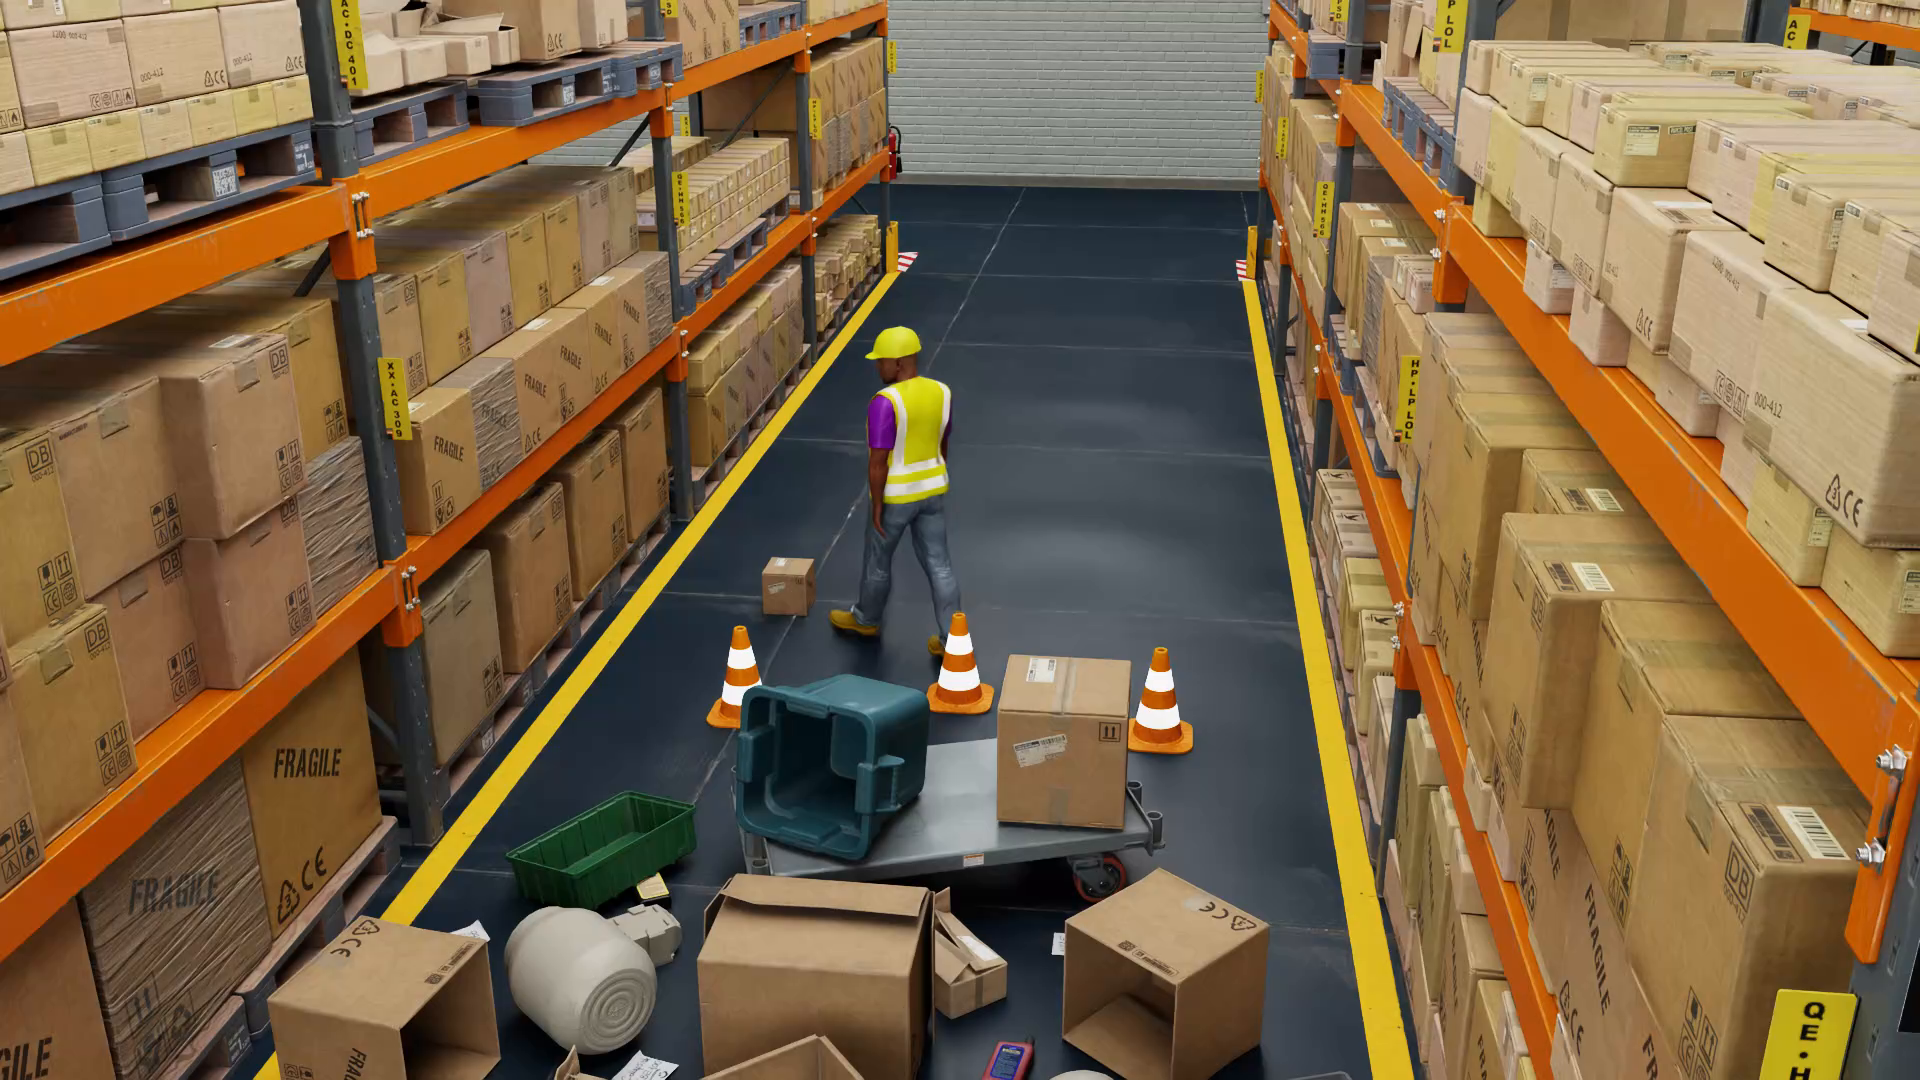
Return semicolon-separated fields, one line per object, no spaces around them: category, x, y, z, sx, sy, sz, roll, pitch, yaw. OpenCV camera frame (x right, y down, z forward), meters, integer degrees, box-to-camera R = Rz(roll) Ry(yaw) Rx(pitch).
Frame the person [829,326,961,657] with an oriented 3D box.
person;-0.293;-0.262;8.690;0.585;1.727;0.918;-15;26;-34
